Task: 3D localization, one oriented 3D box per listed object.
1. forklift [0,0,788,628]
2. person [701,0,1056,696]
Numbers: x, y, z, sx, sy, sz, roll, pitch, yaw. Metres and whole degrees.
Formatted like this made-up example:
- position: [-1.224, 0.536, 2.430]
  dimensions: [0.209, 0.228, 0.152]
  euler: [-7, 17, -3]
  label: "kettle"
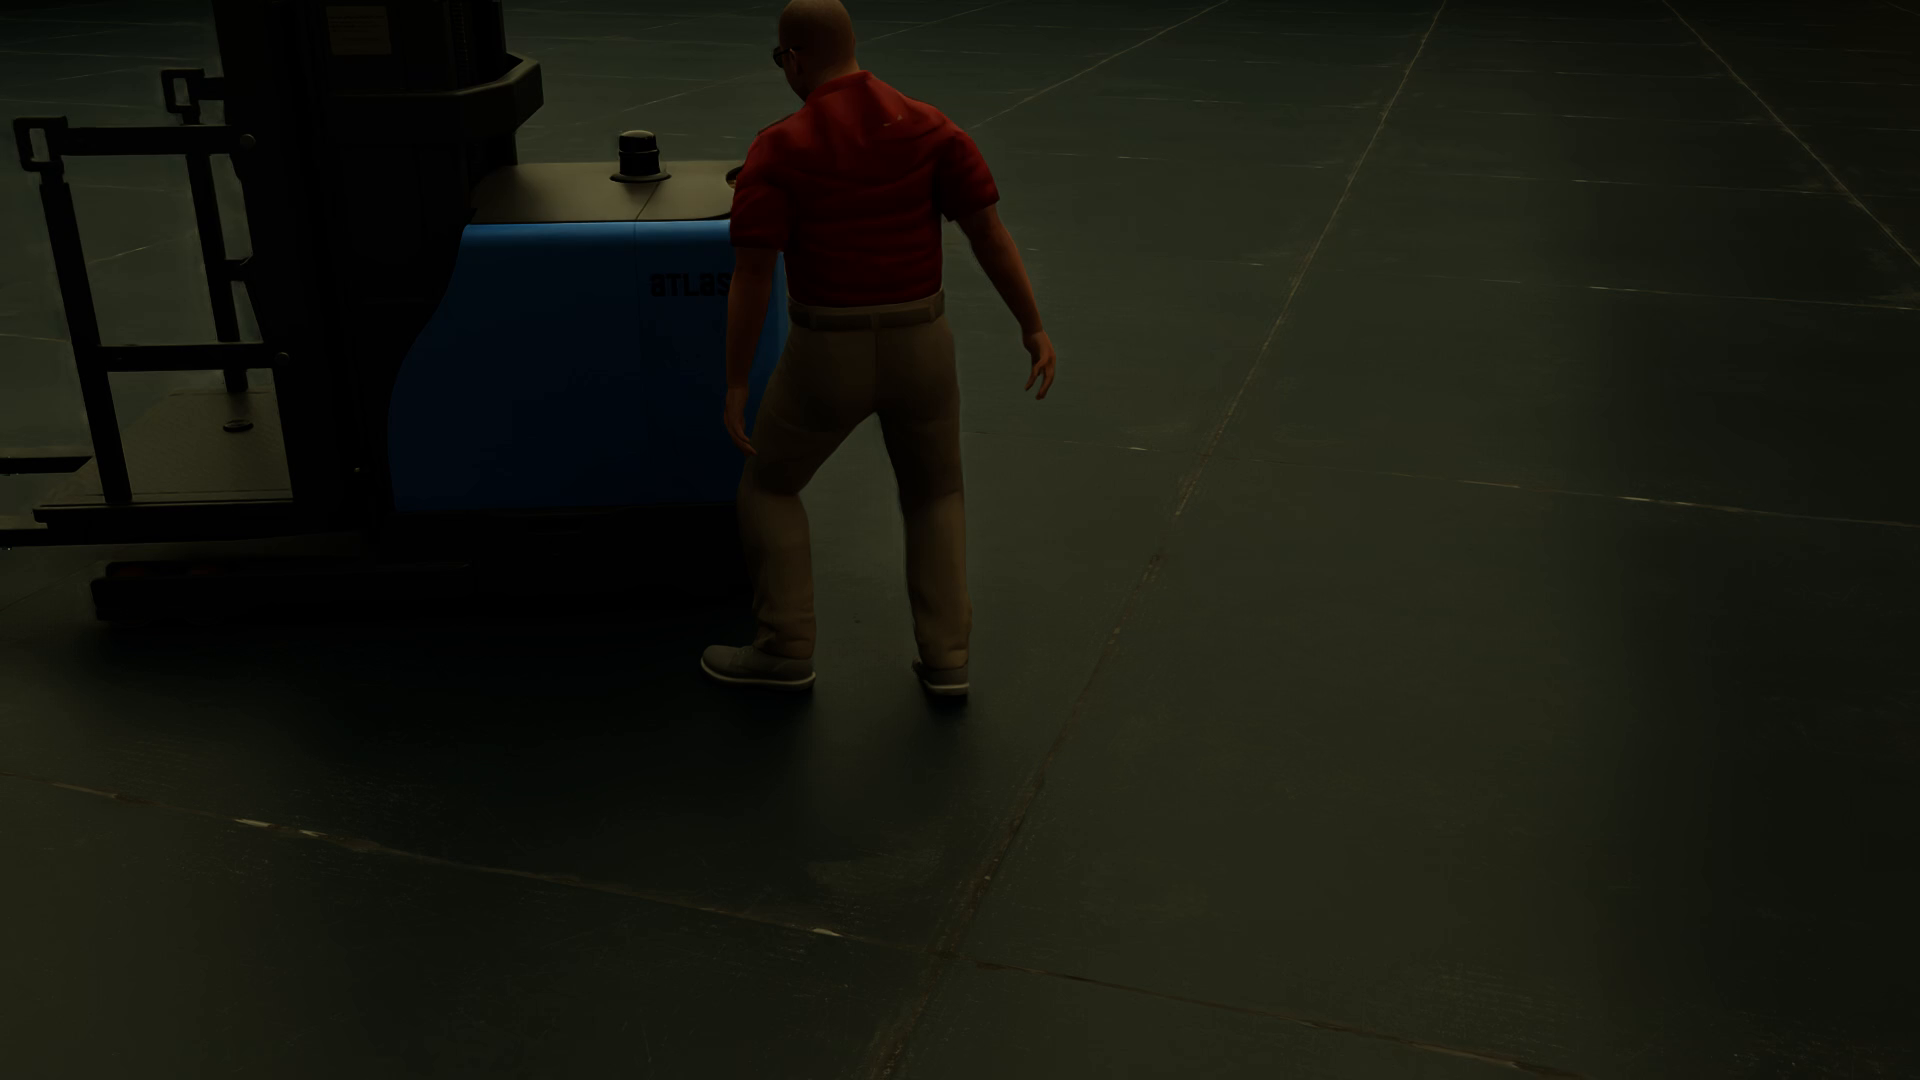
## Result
- position: [-2.017, -1.324, 4.486]
  dimensions: [3.031, 2.935, 1.130]
  euler: [-2, 22, -4]
  label: "forklift"
- position: [-0.216, -0.413, 3.995]
  dimensions: [0.896, 1.713, 0.456]
  euler: [-4, 23, -9]
  label: "person"
